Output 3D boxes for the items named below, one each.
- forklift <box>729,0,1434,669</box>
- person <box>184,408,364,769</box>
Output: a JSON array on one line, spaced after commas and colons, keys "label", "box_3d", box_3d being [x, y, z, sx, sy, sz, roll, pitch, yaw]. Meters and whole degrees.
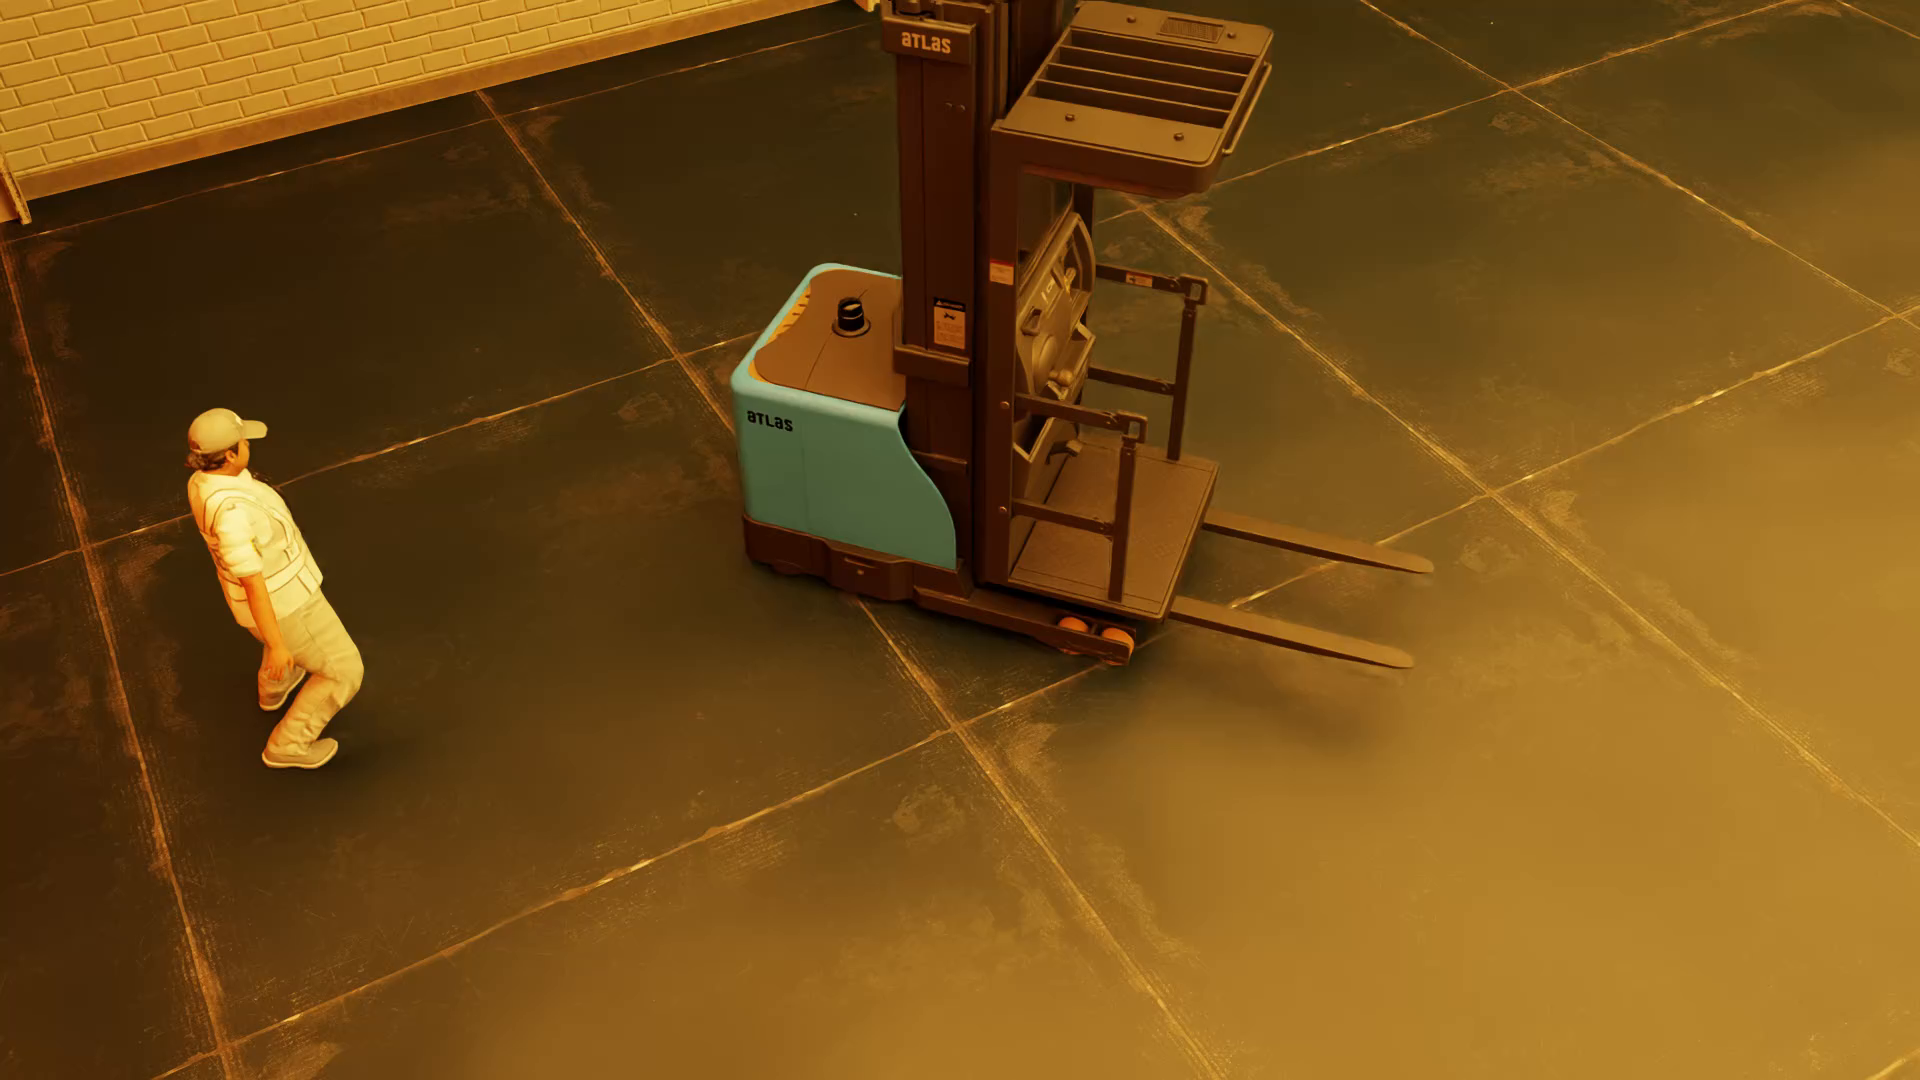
[{"label": "forklift", "box_3d": [0.577, -0.937, 6.709, 3.031, 2.935, 1.130, 14, 45, 14]}, {"label": "person", "box_3d": [-2.707, 0.209, 6.473, 0.484, 1.588, 0.834, -23, 47, -22]}]
